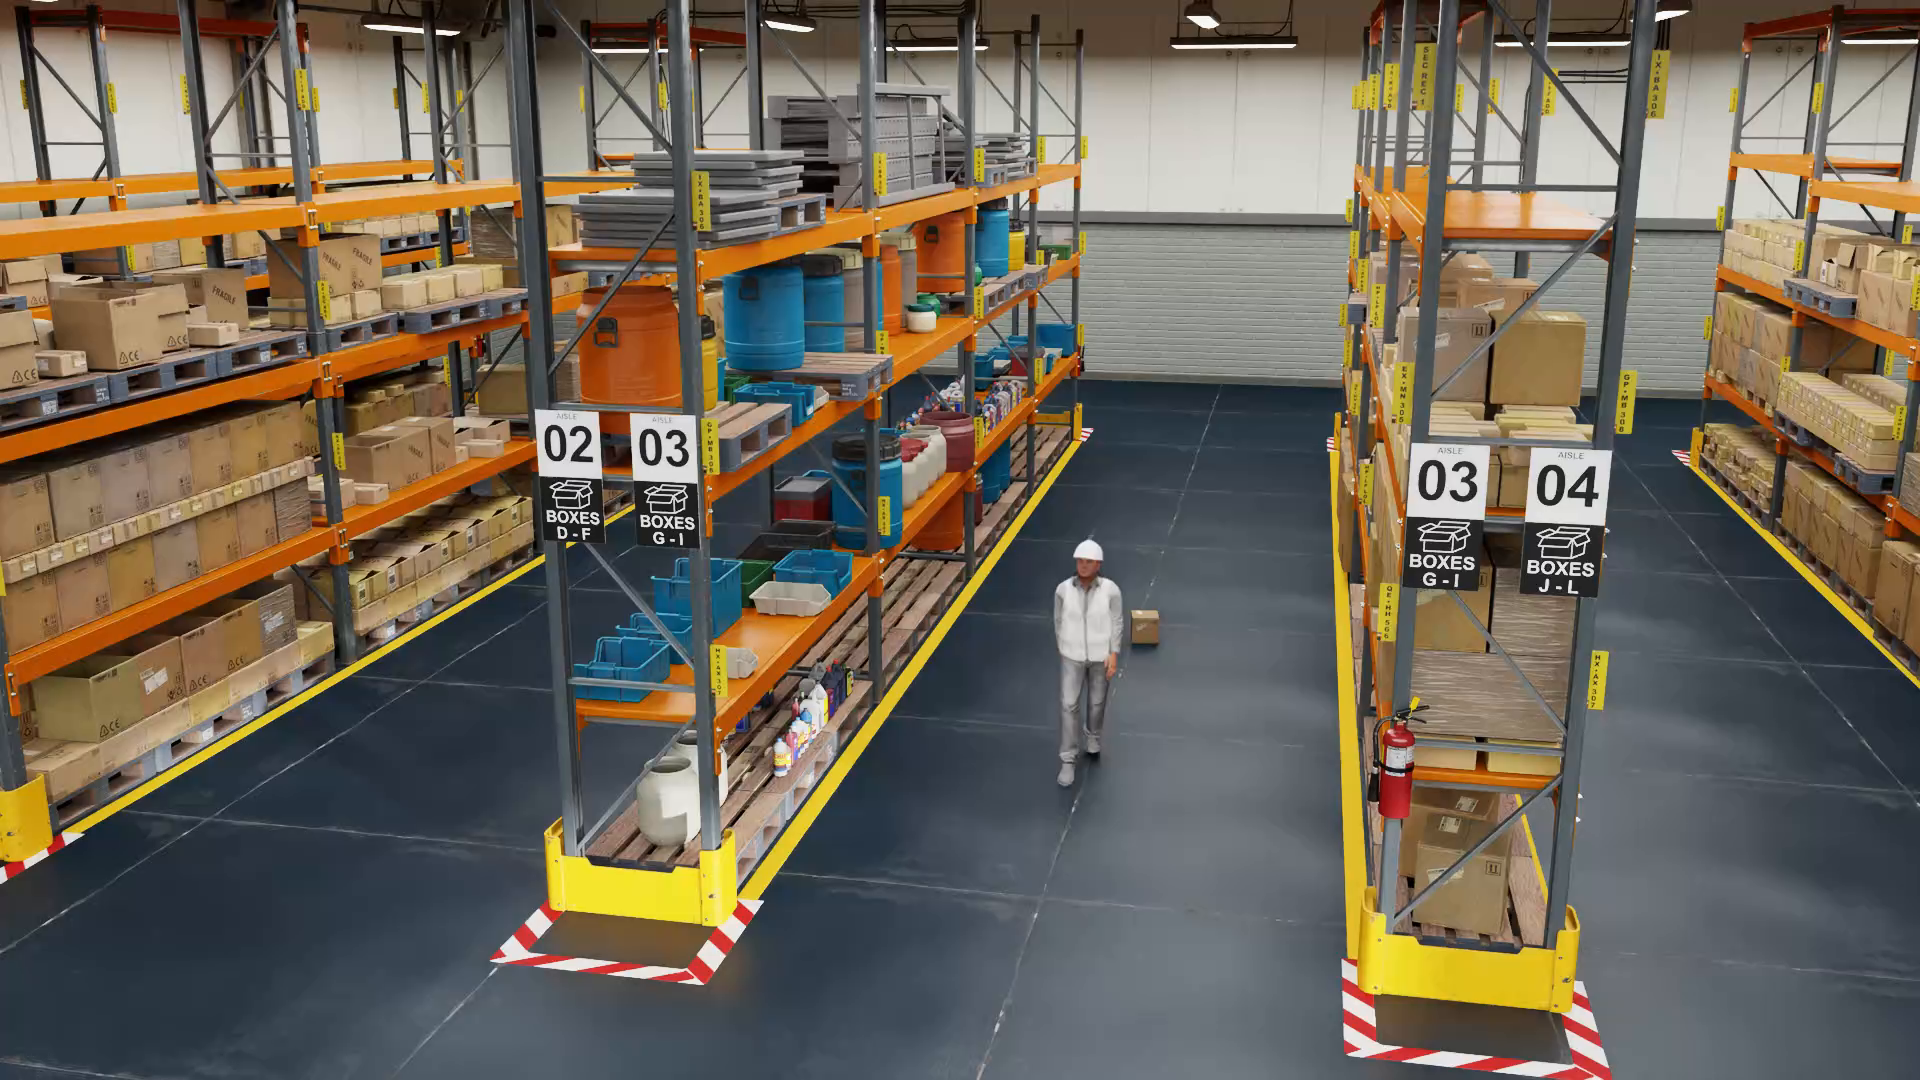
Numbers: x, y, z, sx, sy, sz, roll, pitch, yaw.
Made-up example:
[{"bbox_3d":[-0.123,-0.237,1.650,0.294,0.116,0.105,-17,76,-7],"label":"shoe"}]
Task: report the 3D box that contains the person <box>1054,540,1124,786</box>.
[{"bbox_3d":[0.960,0.878,12.526,0.536,1.730,0.950,2,15,6],"label":"person"}]
